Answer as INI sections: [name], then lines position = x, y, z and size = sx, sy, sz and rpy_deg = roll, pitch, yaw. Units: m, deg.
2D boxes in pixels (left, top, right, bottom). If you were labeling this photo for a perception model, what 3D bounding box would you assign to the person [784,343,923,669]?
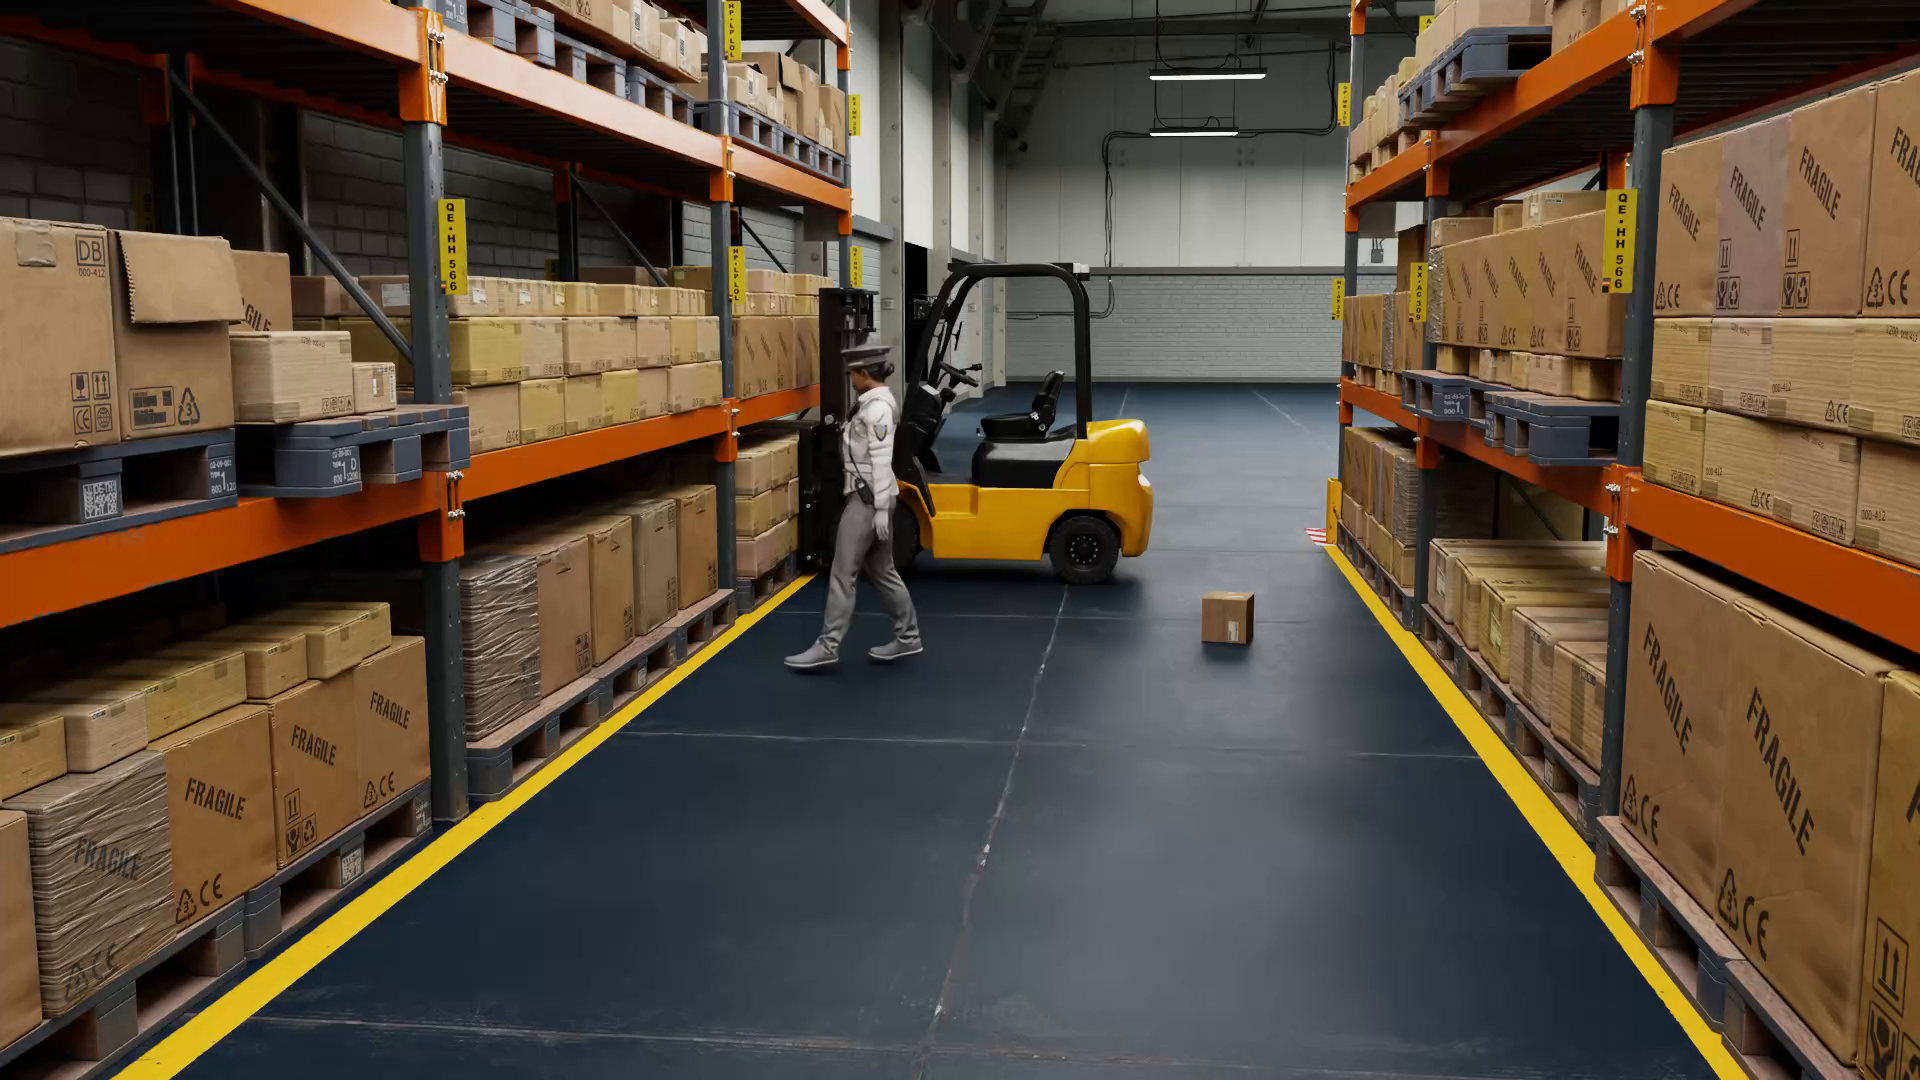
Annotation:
[person]
position = -0.548, -0.184, 8.559
size = 0.708, 1.646, 0.520
rpy_deg = 0, 8, -1
